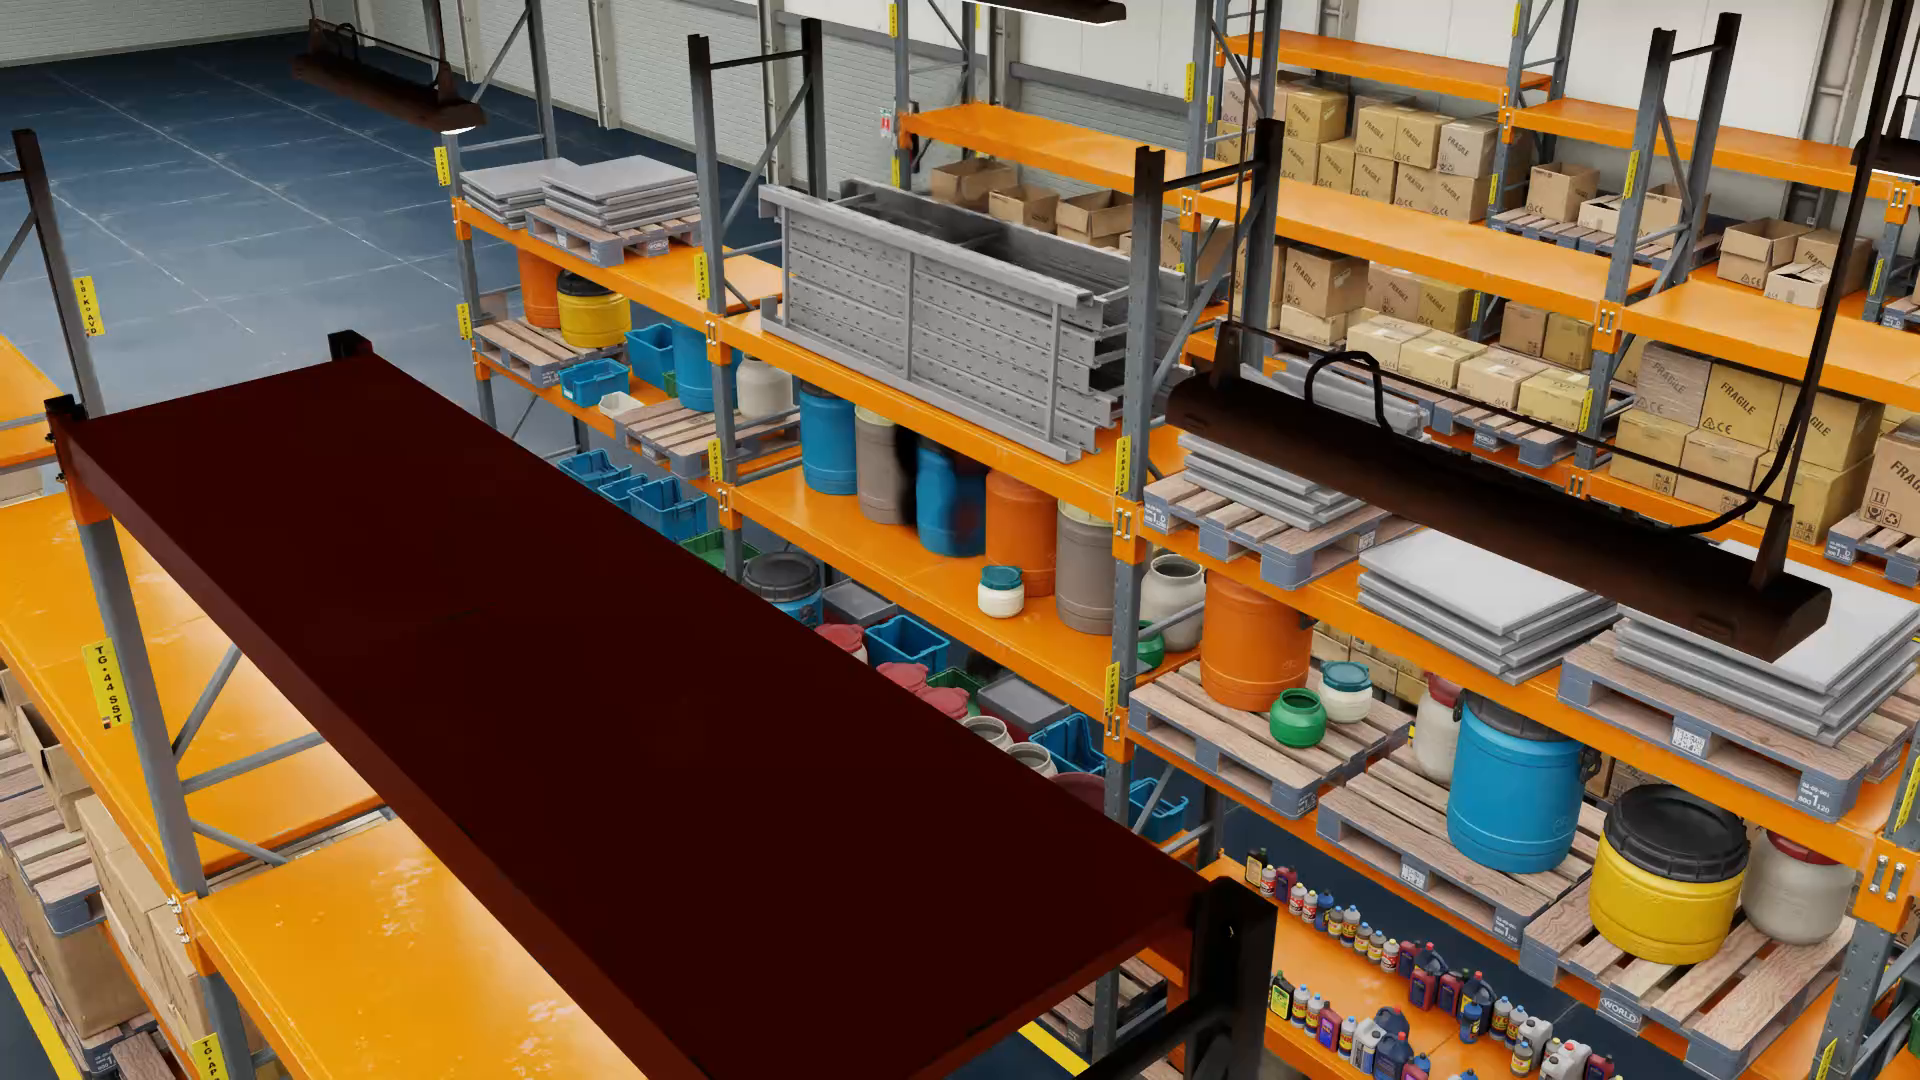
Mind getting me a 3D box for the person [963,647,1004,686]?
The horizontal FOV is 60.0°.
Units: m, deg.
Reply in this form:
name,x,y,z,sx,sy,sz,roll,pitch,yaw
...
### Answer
name,x,y,z,sx,sy,sz,roll,pitch,yaw
person,0.268,0.873,14.078,0.571,1.608,0.572,-23,35,-37
